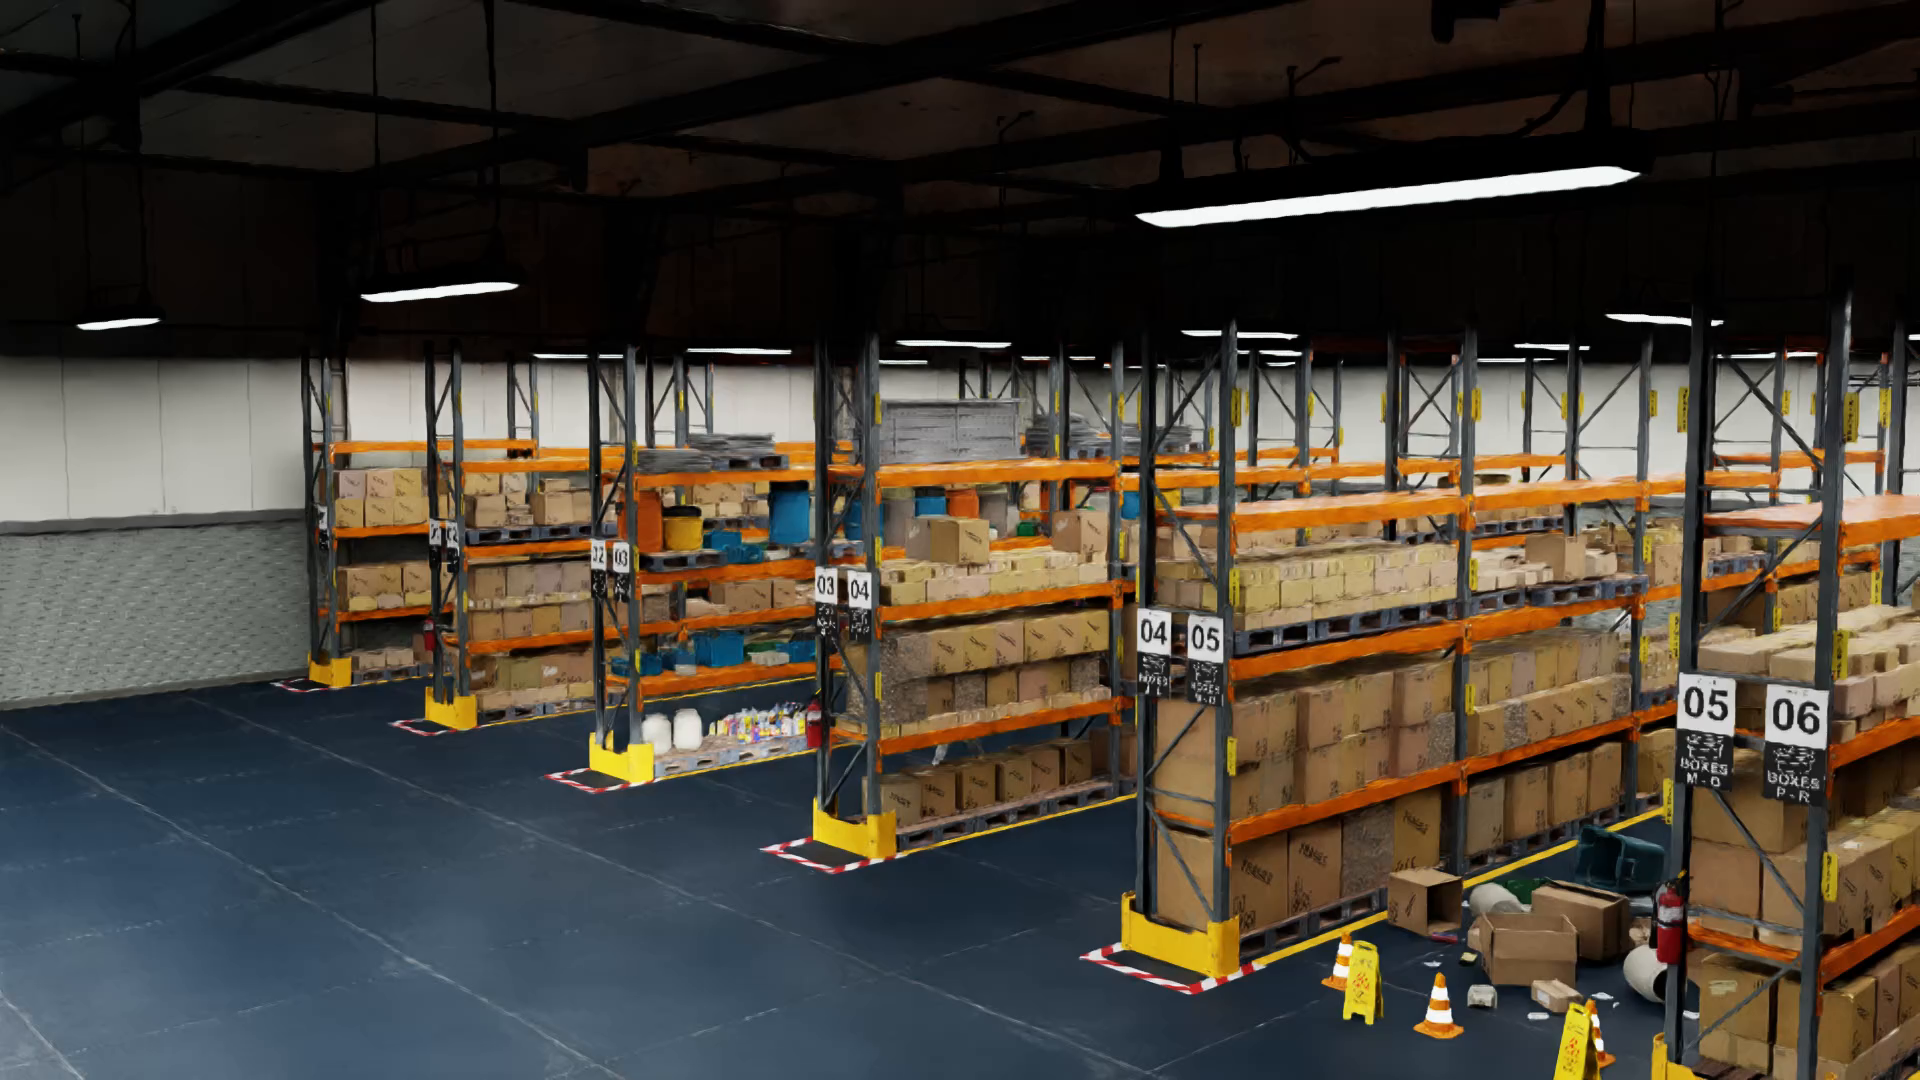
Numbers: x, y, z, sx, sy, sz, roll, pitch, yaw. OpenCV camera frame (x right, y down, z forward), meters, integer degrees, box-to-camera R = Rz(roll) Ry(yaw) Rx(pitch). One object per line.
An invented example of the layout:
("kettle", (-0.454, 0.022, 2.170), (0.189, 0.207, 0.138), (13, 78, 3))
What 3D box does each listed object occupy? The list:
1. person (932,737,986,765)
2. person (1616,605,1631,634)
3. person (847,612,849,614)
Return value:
("person", (-0.062, 2.356, 22.032), (1.035, 1.722, 0.554), (-3, 6, -33))
("person", (11.418, 1.817, 28.450), (0.560, 1.678, 0.396), (-2, 5, -23))
("person", (-2.211, 1.166, 36.061), (0.534, 1.674, 0.677), (-5, 7, -45))
